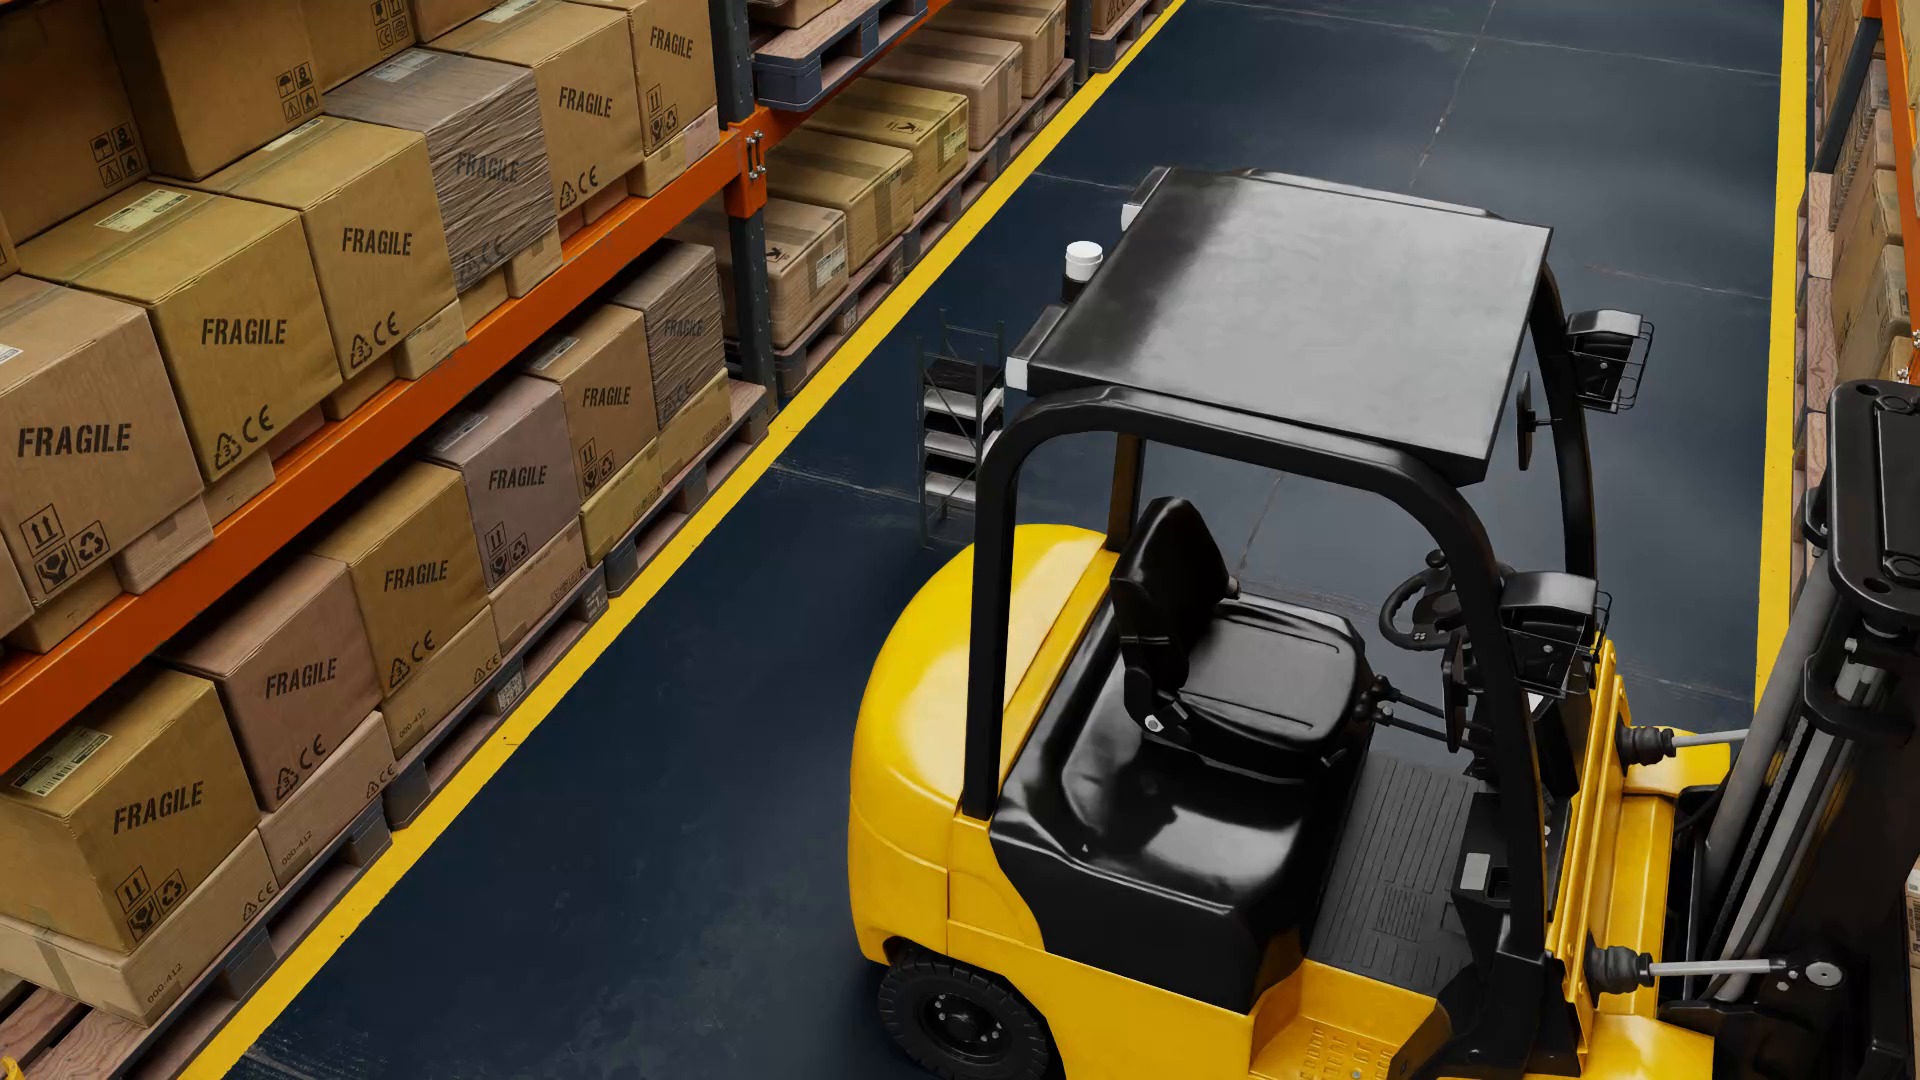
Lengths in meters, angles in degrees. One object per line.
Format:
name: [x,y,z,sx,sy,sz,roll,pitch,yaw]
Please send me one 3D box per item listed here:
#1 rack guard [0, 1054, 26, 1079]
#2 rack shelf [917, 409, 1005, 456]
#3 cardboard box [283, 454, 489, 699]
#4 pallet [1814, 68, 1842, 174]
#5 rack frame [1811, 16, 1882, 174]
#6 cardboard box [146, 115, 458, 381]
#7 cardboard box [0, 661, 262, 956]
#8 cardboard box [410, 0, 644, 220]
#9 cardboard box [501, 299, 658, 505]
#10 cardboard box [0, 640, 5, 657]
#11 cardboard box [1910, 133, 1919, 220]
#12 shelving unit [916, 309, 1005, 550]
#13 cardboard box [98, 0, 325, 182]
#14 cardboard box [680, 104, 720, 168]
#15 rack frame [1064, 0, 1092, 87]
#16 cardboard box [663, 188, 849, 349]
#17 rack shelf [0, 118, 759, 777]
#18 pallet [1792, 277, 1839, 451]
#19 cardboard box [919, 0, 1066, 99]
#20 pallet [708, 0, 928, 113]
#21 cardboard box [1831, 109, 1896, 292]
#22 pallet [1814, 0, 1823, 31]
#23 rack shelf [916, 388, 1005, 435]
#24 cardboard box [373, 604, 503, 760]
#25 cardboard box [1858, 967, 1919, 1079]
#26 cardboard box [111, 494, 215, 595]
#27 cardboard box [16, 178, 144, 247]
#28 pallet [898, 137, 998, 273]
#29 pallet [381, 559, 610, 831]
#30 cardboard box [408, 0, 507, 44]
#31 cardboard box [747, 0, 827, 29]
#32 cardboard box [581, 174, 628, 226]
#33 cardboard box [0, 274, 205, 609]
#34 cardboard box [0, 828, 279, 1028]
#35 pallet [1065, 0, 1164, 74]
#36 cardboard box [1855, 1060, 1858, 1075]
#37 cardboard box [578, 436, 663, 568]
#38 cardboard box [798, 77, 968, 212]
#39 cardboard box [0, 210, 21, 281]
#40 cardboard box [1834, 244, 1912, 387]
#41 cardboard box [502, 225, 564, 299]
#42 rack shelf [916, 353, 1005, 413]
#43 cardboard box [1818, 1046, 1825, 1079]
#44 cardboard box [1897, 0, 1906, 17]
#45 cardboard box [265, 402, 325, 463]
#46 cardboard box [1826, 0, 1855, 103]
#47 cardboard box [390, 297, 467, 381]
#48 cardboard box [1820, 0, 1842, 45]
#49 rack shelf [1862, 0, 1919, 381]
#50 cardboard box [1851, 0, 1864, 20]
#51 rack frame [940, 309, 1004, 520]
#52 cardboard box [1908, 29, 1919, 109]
rack guard: [-2.736,1.363,4.009,1.175,0.500,0.348,14,39,18]
rack shelf: [0.003,-0.410,5.953,0.258,0.077,0.200,14,39,18]
cardboard box: [-1.800,0.073,4.966,0.500,0.500,0.500,15,39,19]
pallet: [5.190,-2.185,8.997,1.003,0.211,1.213,14,39,18]
rack frame: [4.871,-2.897,7.620,1.000,3.000,0.127,14,39,18]
cardboard box: [-1.755,-0.808,4.493,0.500,0.500,0.500,13,39,17]
cardboard box: [-2.194,0.640,4.208,0.500,0.500,0.500,13,39,16]
cardboard box: [-1.372,-1.381,5.260,0.500,0.500,0.500,15,39,19]
cardboard box: [-1.412,-0.507,5.743,0.500,0.500,0.500,15,39,19]
cardboard box: [-2.361,0.220,3.659,0.380,0.149,0.250,14,39,18]
cardboard box: [3.485,-1.240,5.529,0.500,0.250,0.500,14,39,17]
shelving unit: [0.003,-0.365,5.987,0.258,0.900,0.210,14,39,18]
cardboard box: [-2.156,-1.317,4.340,0.700,0.500,0.500,14,39,17]
cardboard box: [-1.083,-1.463,5.911,0.380,0.149,0.250,13,39,17]
rack frame: [0.279,-4.025,9.130,1.000,3.000,0.127,14,39,18]
cardboard box: [-1.046,-1.217,7.217,0.950,0.372,0.625,14,39,18]
rack shelf: [-2.004,-0.415,4.901,1.077,0.370,4.000,14,39,18]
pallet: [4.056,-0.660,6.957,1.003,0.211,1.213,14,39,18]
cardboard box: [0.055,-2.831,9.376,0.950,0.372,0.625,11,38,15]
pallet: [-0.818,-2.124,6.746,1.003,0.211,1.213,14,39,18]
cardboard box: [4.379,-1.408,7.261,0.875,0.625,0.625,15,39,19]
pallet: [6.118,-3.536,10.804,1.003,0.211,1.213,14,39,18]
rack shelf: [0.003,-0.482,5.899,0.258,0.077,0.200,14,39,18]
cardboard box: [-1.805,0.367,5.199,0.500,0.250,0.500,16,40,21]
cardboard box: [2.085,1.173,3.285,0.500,0.250,0.500,14,39,18]
cardboard box: [-2.046,-0.038,4.005,0.380,0.149,0.250,14,39,18]
cardboard box: [-2.425,-0.671,4.310,0.500,0.500,0.500,14,39,18]
pallet: [-0.485,-1.803,8.486,1.003,0.211,1.213,14,39,18]
pallet: [-1.929,0.364,5.587,1.003,0.211,1.213,14,39,18]
cardboard box: [-1.826,-1.898,5.117,0.700,0.500,0.500,14,39,18]
cardboard box: [-0.741,-2.112,6.430,0.380,0.149,0.250,14,39,18]
cardboard box: [-1.343,-1.196,5.555,0.380,0.149,0.250,14,39,18]
cardboard box: [-2.134,-0.242,3.736,0.500,0.500,0.500,15,39,19]
cardboard box: [-2.202,0.953,4.415,0.500,0.250,0.500,14,39,17]
pallet: [0.649,-3.328,10.526,1.003,0.211,1.213,14,39,18]
cardboard box: [2.101,1.359,3.455,0.500,0.250,0.500,13,39,17]
cardboard box: [-1.413,-0.192,5.947,0.500,0.250,0.500,13,39,17]
cardboard box: [-0.512,-2.002,8.267,0.950,0.372,0.625,15,39,19]
cardboard box: [-2.573,-0.767,3.603,0.700,0.500,0.500,14,39,18]
cardboard box: [3.839,-0.619,6.205,0.875,0.625,0.625,13,39,17]
cardboard box: [-1.467,-0.900,5.158,0.380,0.149,0.250,13,39,17]
rack shelf: [0.003,-0.554,5.845,0.258,0.077,0.200,14,39,18]
cardboard box: [2.287,1.293,3.961,0.500,0.250,0.500,15,39,19]
cardboard box: [4.280,-2.369,7.040,0.500,0.250,0.500,13,39,17]
cardboard box: [-1.934,-0.349,4.421,0.380,0.149,0.250,15,39,19]
cardboard box: [5.033,-2.622,8.989,0.500,0.500,0.500,13,39,17]
cardboard box: [-1.656,-0.614,4.776,0.380,0.149,0.250,14,39,18]
cardboard box: [5.410,-3.204,9.768,0.500,0.500,0.500,12,39,16]
rack shelf: [4.110,-1.501,6.354,1.077,0.370,4.000,14,39,18]
cardboard box: [4.900,-2.813,8.703,0.380,0.149,0.250,12,38,15]
rack frame: [0.042,-0.421,6.062,0.240,0.900,0.006,14,39,18]
cardboard box: [3.891,-1.796,6.272,0.500,0.250,0.500,15,39,19]
